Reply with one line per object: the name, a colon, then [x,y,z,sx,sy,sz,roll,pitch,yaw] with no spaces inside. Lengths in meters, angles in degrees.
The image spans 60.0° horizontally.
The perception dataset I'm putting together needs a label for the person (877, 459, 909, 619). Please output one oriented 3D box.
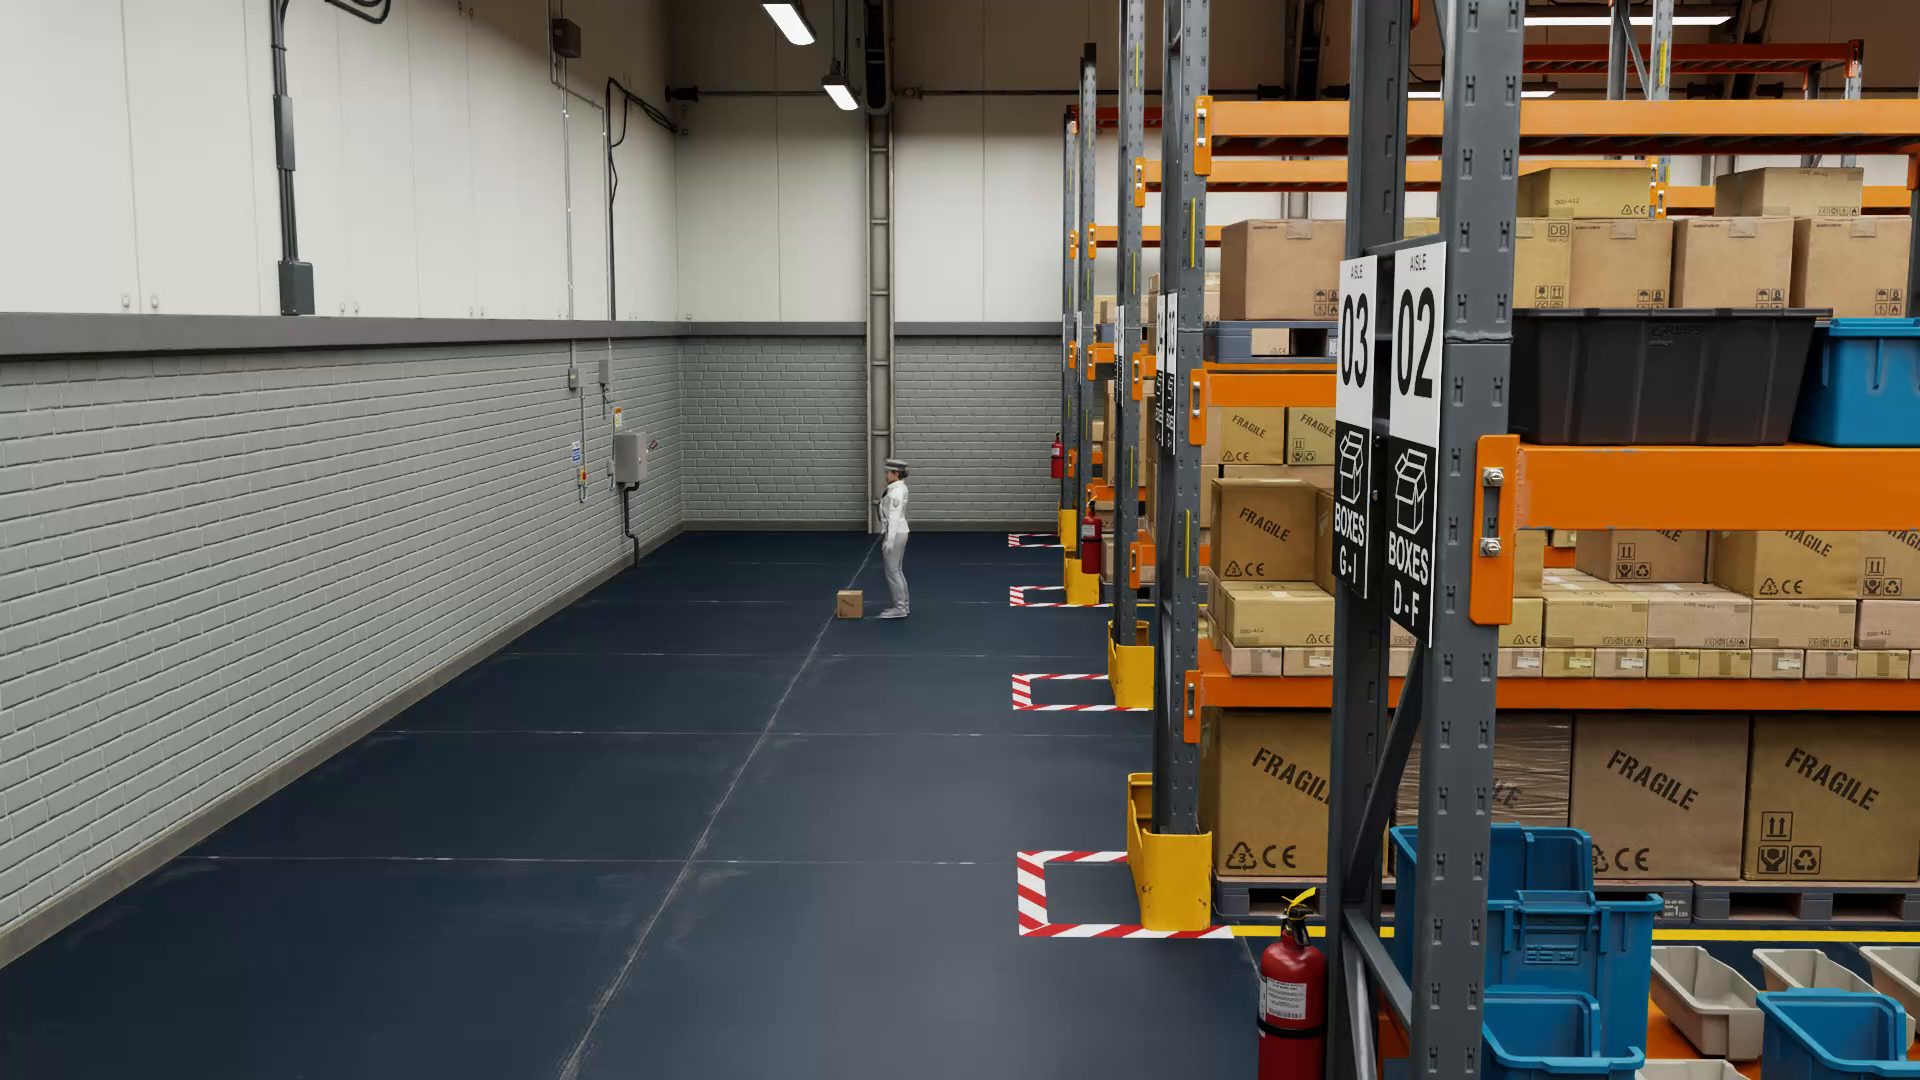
person: [-0.696,-0.017,17.412,0.329,1.665,0.467,0,7,3]
